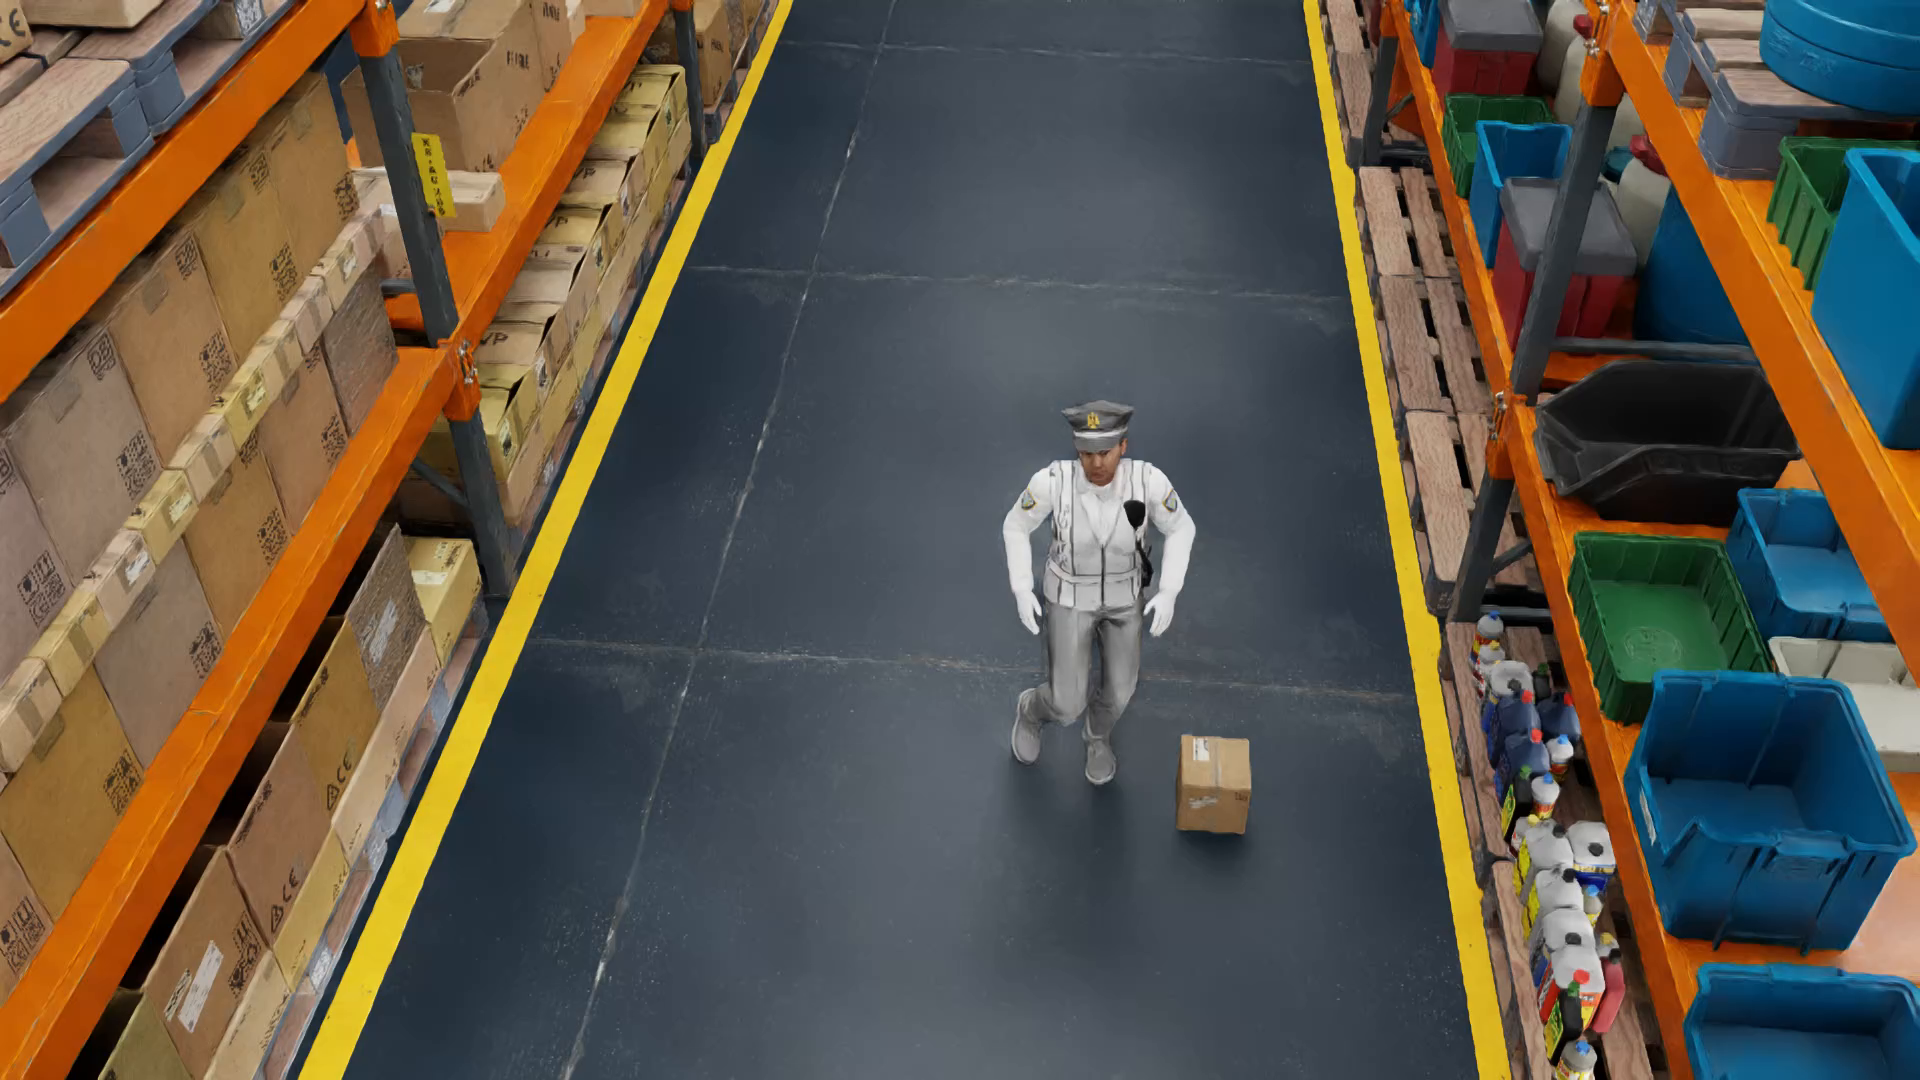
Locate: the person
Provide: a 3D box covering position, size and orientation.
[{"bbox_3d":[0.507,0.223,5.901,0.655,1.667,0.468,-7,41,-9],"label":"person"}]
